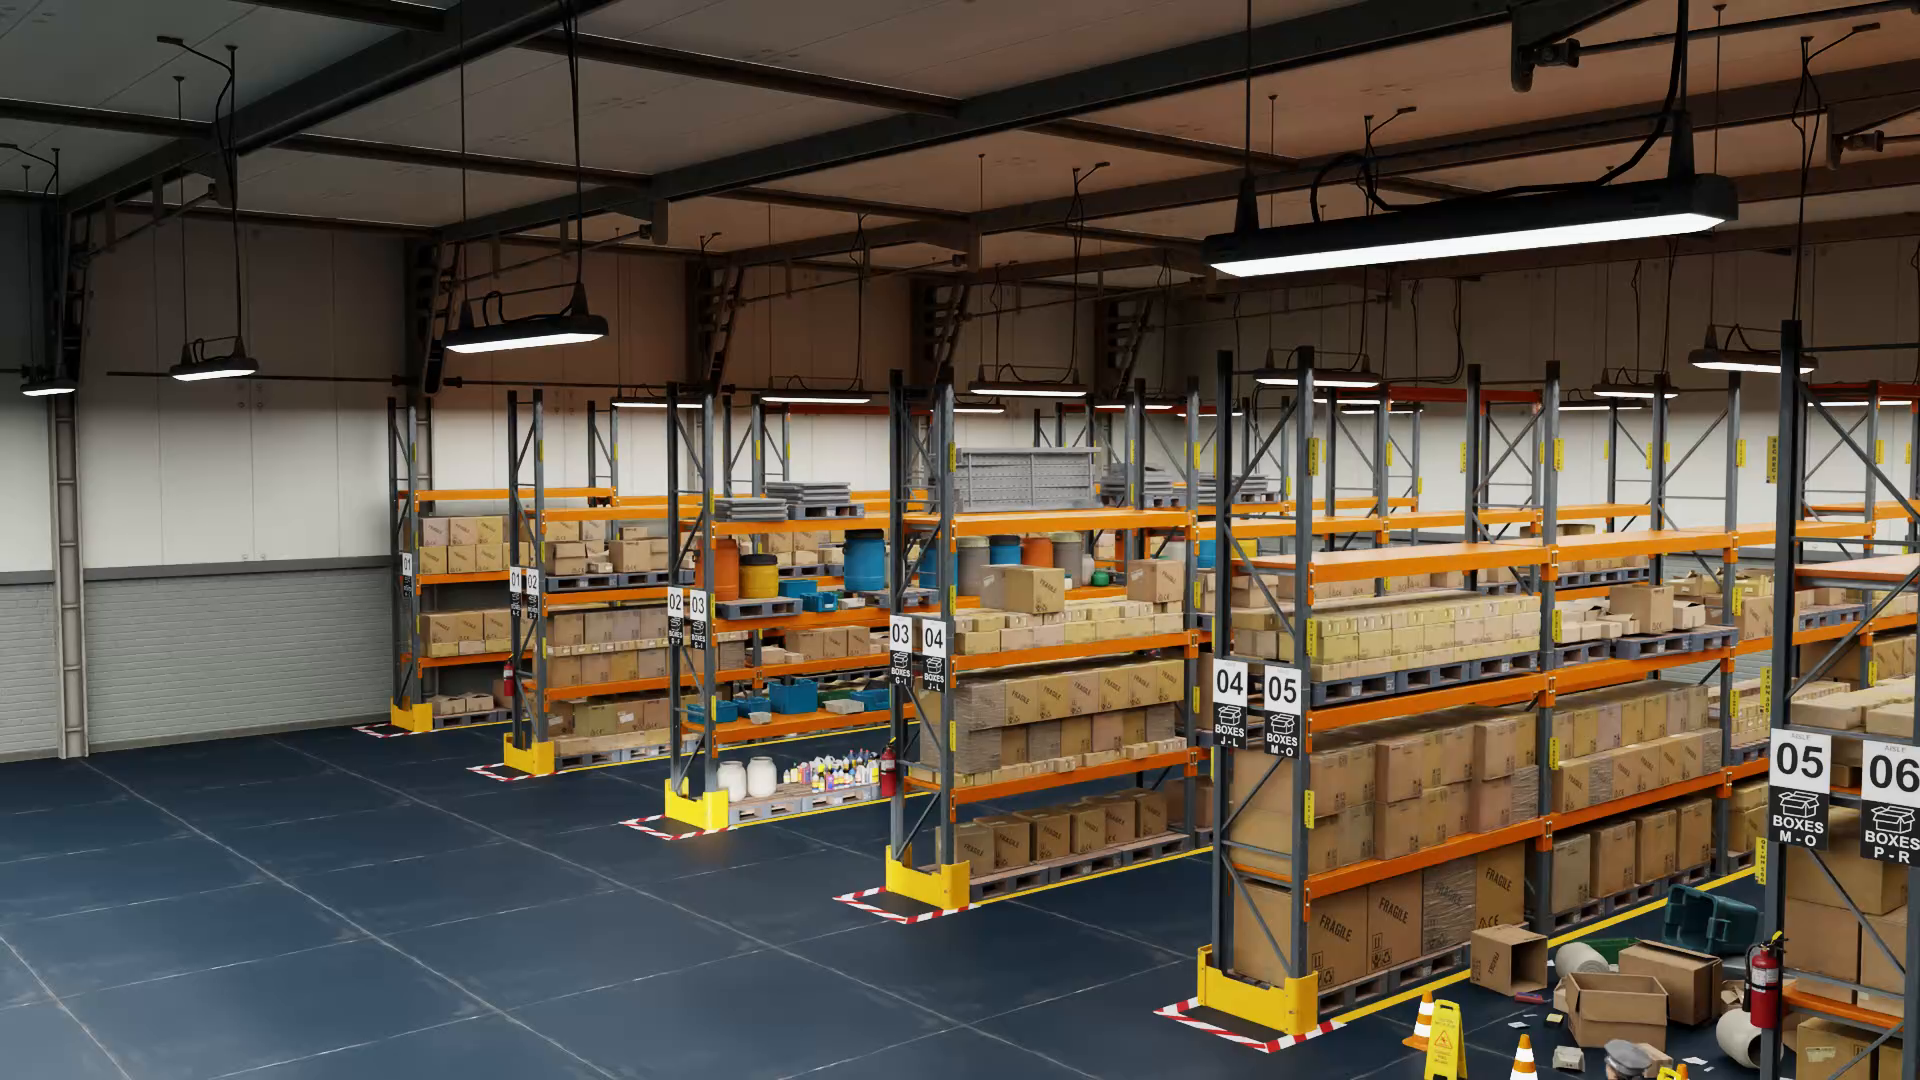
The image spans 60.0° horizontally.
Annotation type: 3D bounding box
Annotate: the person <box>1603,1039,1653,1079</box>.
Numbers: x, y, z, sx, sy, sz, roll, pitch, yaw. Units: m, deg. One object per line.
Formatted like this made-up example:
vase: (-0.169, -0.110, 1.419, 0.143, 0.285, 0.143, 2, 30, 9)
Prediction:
person: (3.797, 3.778, 9.726, 0.441, 1.728, 0.511, 2, 4, 26)

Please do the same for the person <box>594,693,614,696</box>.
person: (-6.539, 2.604, 30.433, 0.392, 1.752, 0.532, 3, 5, 44)
